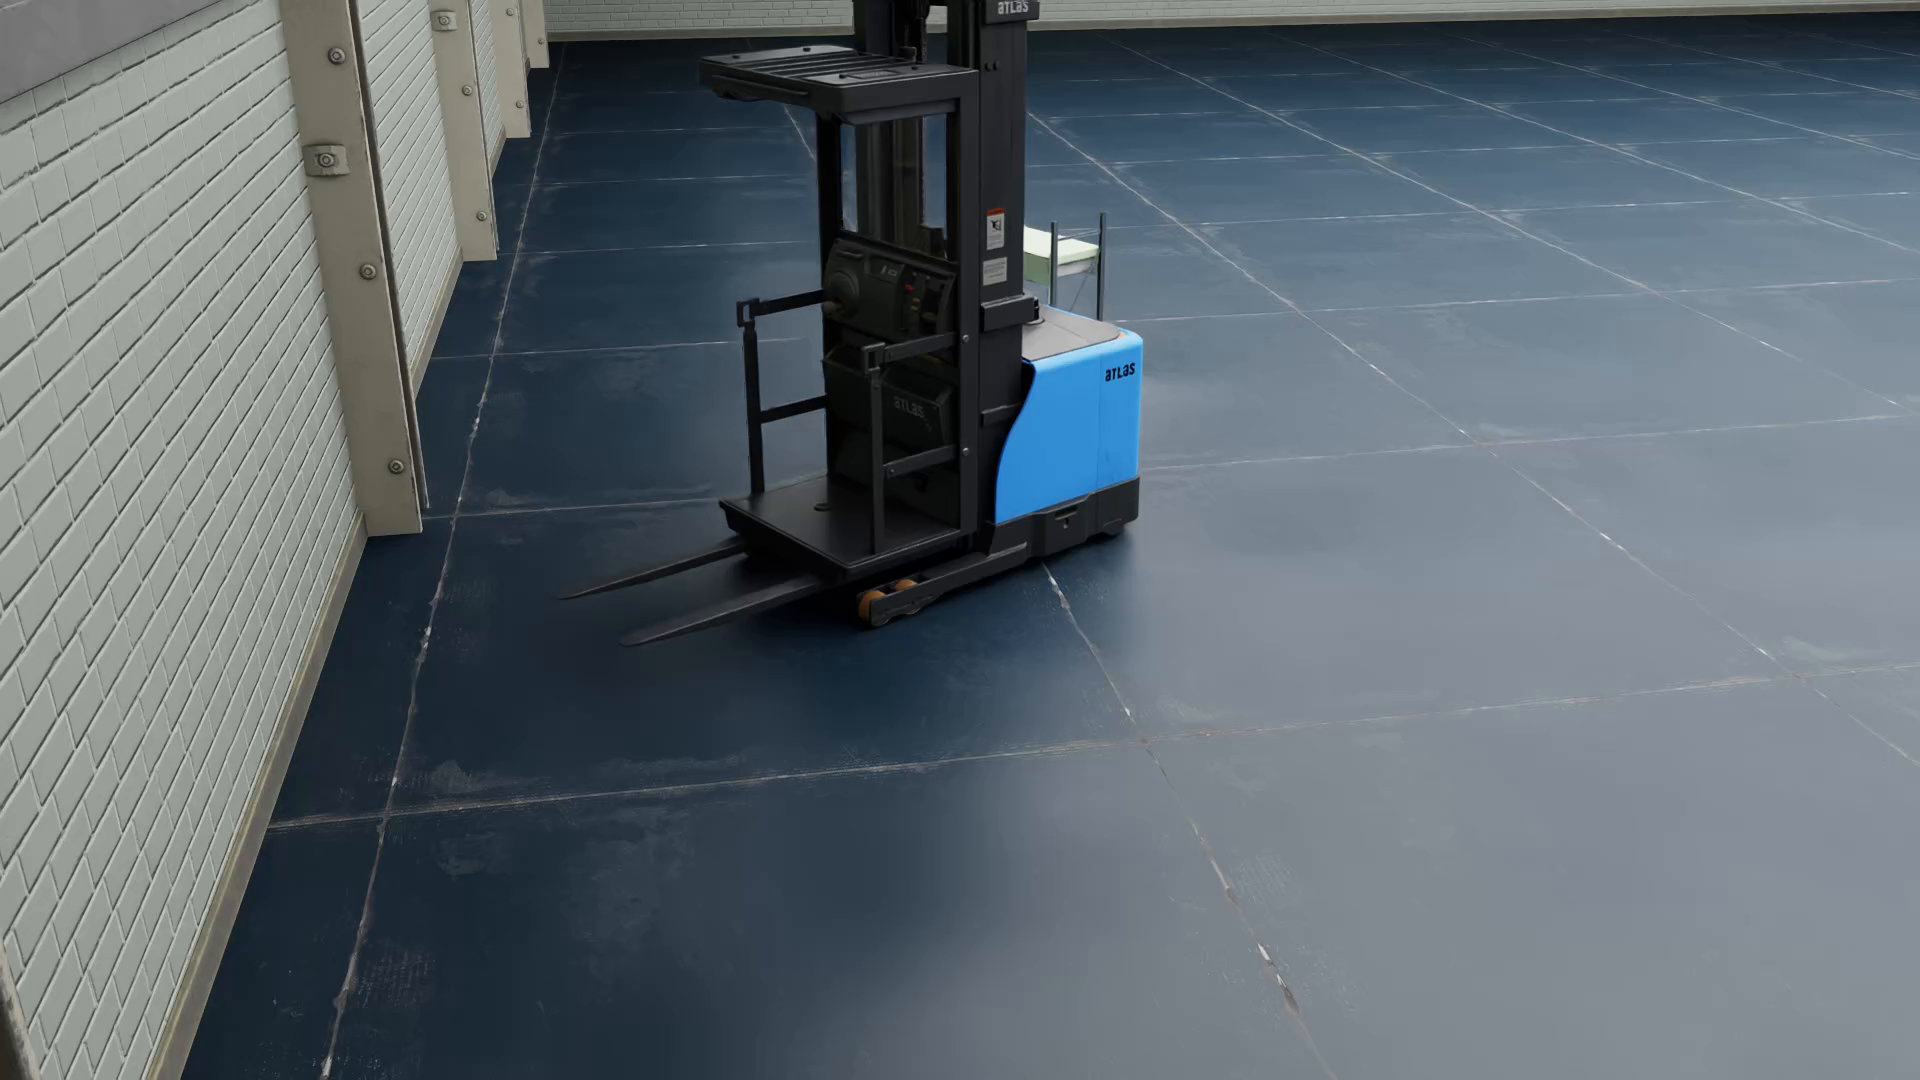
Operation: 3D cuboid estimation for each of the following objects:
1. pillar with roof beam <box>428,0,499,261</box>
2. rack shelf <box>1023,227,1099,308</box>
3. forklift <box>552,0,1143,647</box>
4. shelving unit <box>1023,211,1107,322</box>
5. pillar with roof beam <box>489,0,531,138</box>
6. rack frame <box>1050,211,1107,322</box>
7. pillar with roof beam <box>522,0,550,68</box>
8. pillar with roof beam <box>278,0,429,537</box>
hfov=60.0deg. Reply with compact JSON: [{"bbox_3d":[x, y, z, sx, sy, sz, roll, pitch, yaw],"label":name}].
[{"bbox_3d":[0.070,-6.908,13.324,9.100,9.000,0.400,-4,24,-10],"label":"pillar with roof beam"},{"bbox_3d":[0.413,-1.536,9.418,0.431,0.370,0.720,-19,30,-36],"label":"rack shelf"},{"bbox_3d":[-0.500,-1.174,7.776,3.031,2.935,1.130,-19,30,-36],"label":"forklift"},{"bbox_3d":[0.413,-1.178,9.574,0.431,1.500,0.755,-19,30,-36],"label":"shelving unit"},{"bbox_3d":[-1.040,-9.268,18.727,9.100,9.000,0.400,-4,24,-10],"label":"pillar with roof beam"},{"bbox_3d":[0.648,-1.066,9.317,0.400,1.500,0.023,-19,30,-36],"label":"rack frame"},{"bbox_3d":[-2.149,-11.628,24.131,9.100,9.000,0.400,-4,24,-10],"label":"pillar with roof beam"},{"bbox_3d":[1.179,-4.548,7.920,9.100,9.000,0.400,-4,24,-10],"label":"pillar with roof beam"}]
